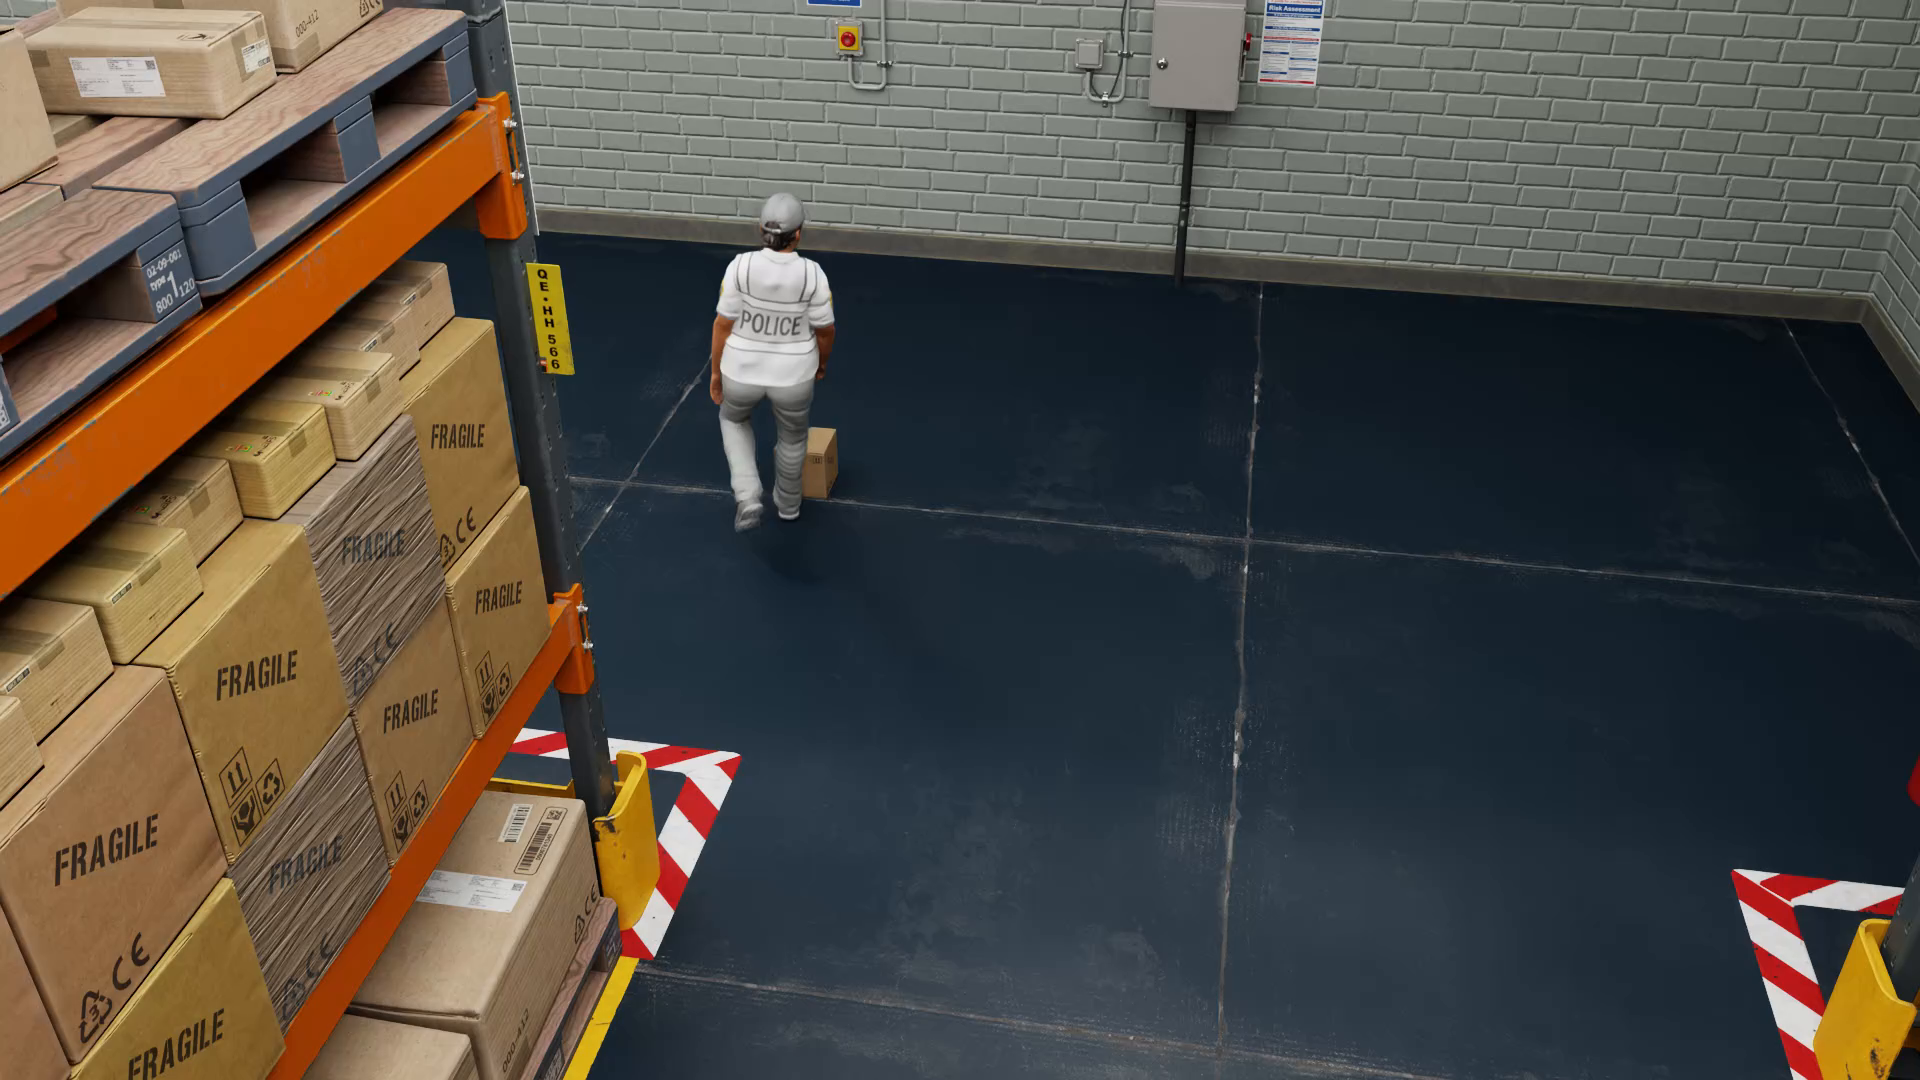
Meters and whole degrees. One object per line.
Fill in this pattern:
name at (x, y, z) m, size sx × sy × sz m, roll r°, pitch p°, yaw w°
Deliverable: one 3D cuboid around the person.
person at (-0.816, -0.775, 7.336) m, size 0.556 × 1.658 × 0.598 m, roll -1°, pitch 33°, yaw -1°
